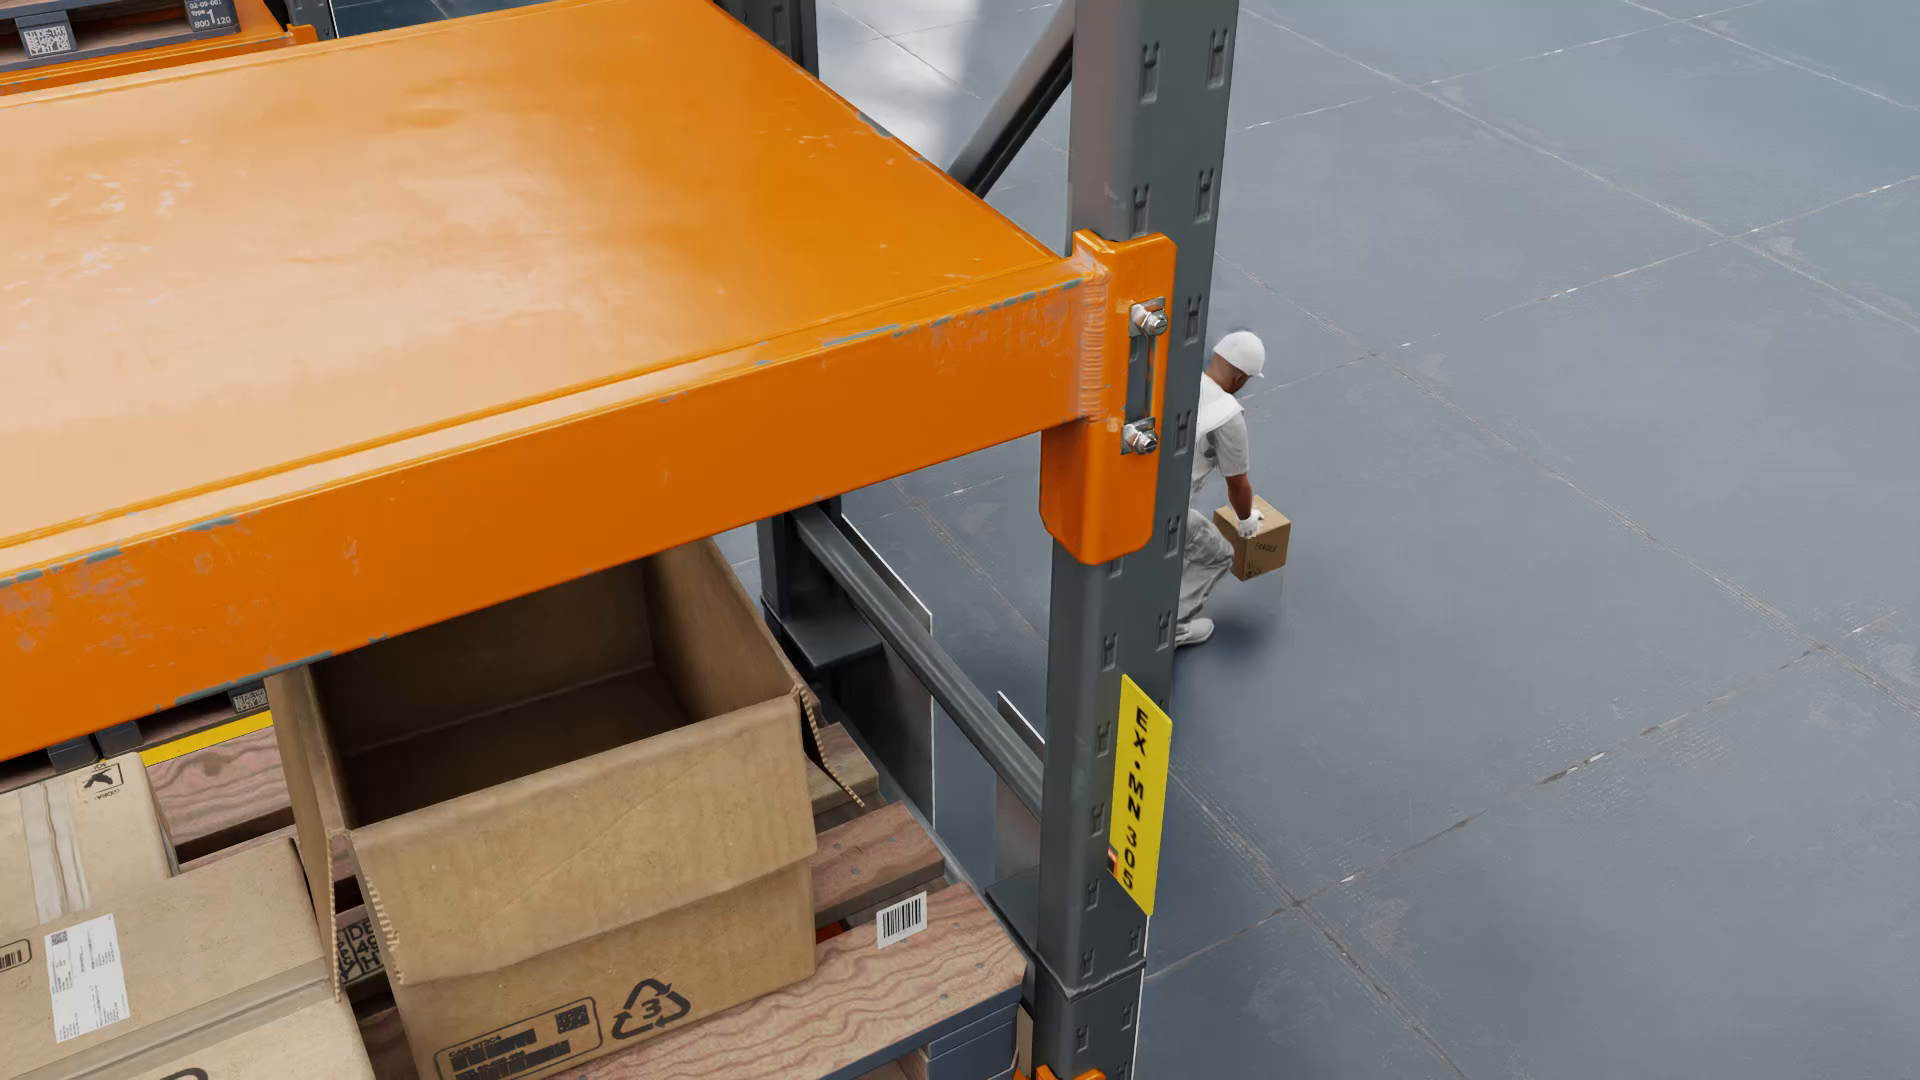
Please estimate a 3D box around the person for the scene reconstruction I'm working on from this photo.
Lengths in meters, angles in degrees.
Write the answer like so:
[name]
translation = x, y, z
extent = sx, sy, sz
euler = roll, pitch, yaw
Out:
[person]
translation = 0.945, -0.212, 7.232
extent = 0.772, 1.412, 0.610
euler = -19, 40, -24
